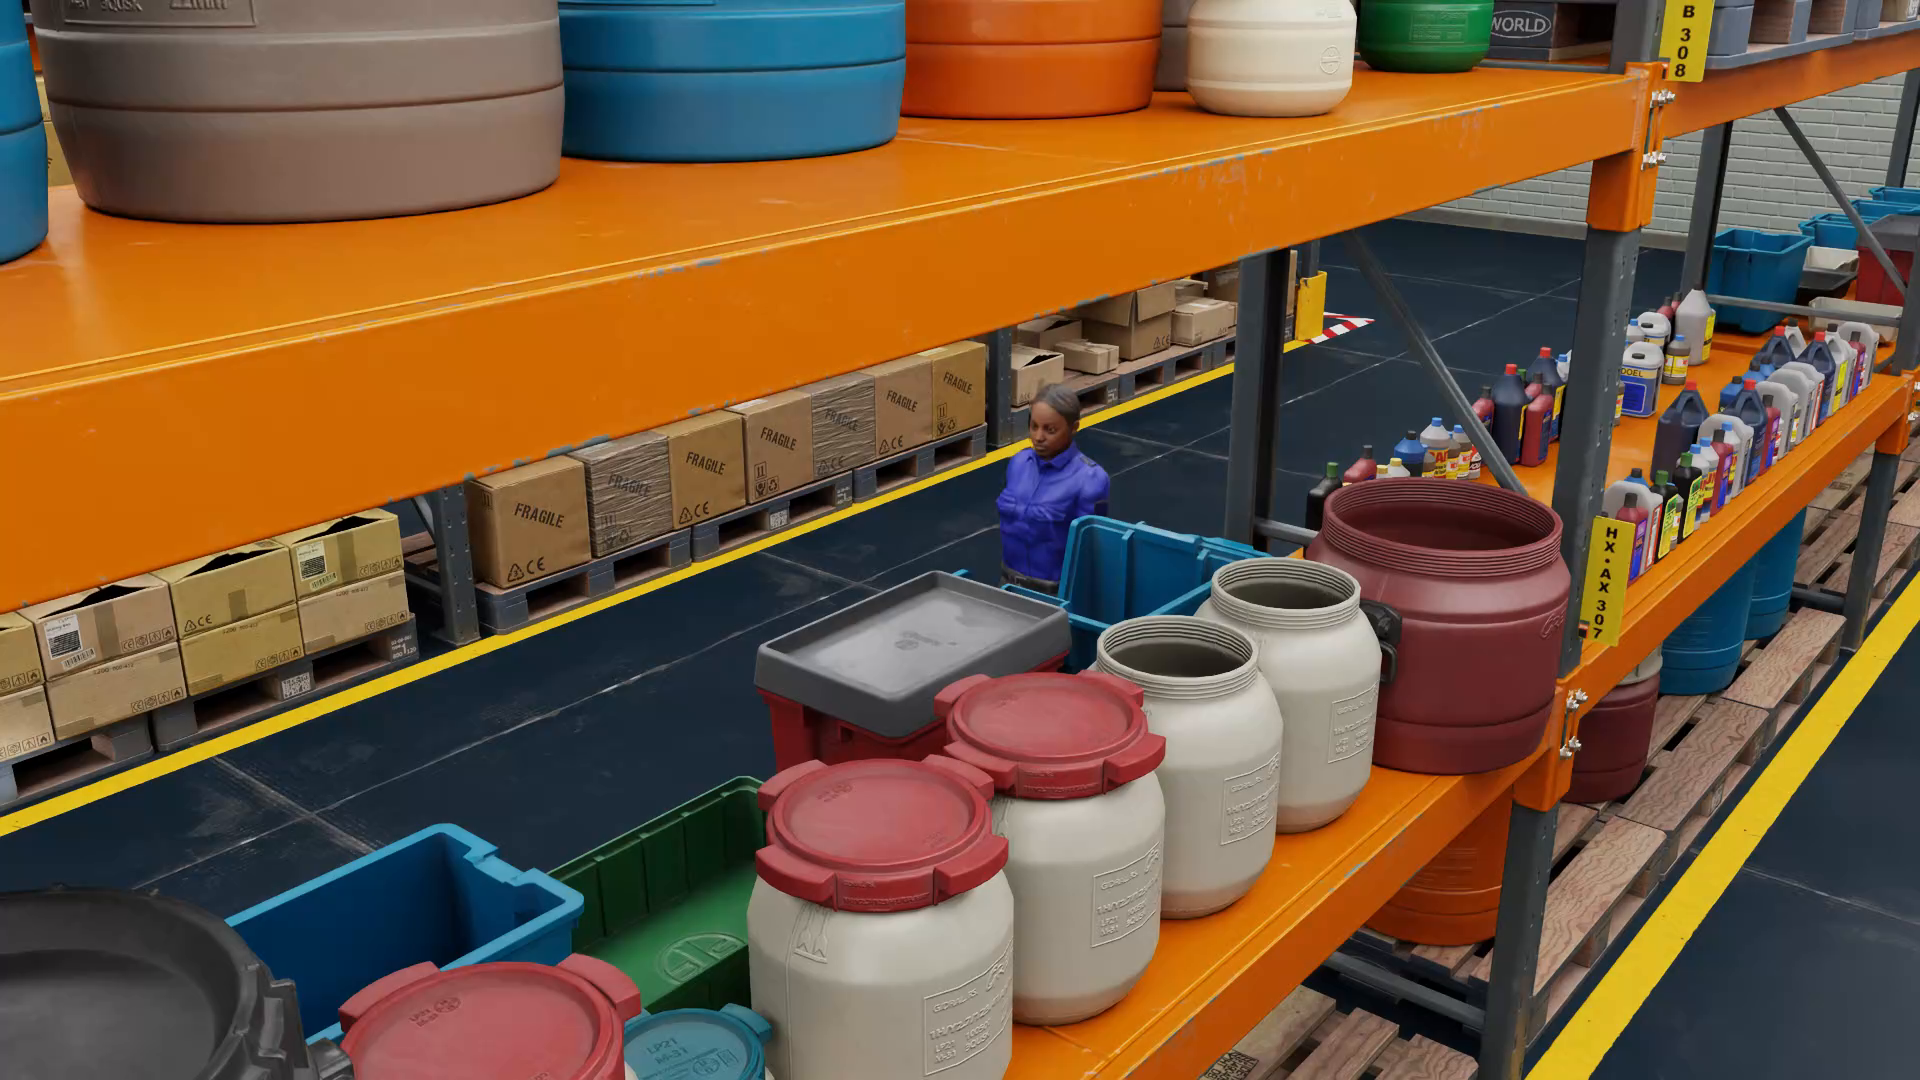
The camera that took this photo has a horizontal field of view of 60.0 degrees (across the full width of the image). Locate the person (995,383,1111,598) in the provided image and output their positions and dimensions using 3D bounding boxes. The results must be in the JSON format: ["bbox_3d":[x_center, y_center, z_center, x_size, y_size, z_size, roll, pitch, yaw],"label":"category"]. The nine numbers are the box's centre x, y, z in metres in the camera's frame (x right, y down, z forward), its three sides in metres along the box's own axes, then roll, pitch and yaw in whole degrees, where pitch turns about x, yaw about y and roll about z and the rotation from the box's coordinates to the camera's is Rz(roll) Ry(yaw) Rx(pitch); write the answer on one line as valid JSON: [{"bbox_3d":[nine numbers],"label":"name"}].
[{"bbox_3d":[0.316,0.246,5.927,0.437,1.658,0.300,17,26,38],"label":"person"}]
